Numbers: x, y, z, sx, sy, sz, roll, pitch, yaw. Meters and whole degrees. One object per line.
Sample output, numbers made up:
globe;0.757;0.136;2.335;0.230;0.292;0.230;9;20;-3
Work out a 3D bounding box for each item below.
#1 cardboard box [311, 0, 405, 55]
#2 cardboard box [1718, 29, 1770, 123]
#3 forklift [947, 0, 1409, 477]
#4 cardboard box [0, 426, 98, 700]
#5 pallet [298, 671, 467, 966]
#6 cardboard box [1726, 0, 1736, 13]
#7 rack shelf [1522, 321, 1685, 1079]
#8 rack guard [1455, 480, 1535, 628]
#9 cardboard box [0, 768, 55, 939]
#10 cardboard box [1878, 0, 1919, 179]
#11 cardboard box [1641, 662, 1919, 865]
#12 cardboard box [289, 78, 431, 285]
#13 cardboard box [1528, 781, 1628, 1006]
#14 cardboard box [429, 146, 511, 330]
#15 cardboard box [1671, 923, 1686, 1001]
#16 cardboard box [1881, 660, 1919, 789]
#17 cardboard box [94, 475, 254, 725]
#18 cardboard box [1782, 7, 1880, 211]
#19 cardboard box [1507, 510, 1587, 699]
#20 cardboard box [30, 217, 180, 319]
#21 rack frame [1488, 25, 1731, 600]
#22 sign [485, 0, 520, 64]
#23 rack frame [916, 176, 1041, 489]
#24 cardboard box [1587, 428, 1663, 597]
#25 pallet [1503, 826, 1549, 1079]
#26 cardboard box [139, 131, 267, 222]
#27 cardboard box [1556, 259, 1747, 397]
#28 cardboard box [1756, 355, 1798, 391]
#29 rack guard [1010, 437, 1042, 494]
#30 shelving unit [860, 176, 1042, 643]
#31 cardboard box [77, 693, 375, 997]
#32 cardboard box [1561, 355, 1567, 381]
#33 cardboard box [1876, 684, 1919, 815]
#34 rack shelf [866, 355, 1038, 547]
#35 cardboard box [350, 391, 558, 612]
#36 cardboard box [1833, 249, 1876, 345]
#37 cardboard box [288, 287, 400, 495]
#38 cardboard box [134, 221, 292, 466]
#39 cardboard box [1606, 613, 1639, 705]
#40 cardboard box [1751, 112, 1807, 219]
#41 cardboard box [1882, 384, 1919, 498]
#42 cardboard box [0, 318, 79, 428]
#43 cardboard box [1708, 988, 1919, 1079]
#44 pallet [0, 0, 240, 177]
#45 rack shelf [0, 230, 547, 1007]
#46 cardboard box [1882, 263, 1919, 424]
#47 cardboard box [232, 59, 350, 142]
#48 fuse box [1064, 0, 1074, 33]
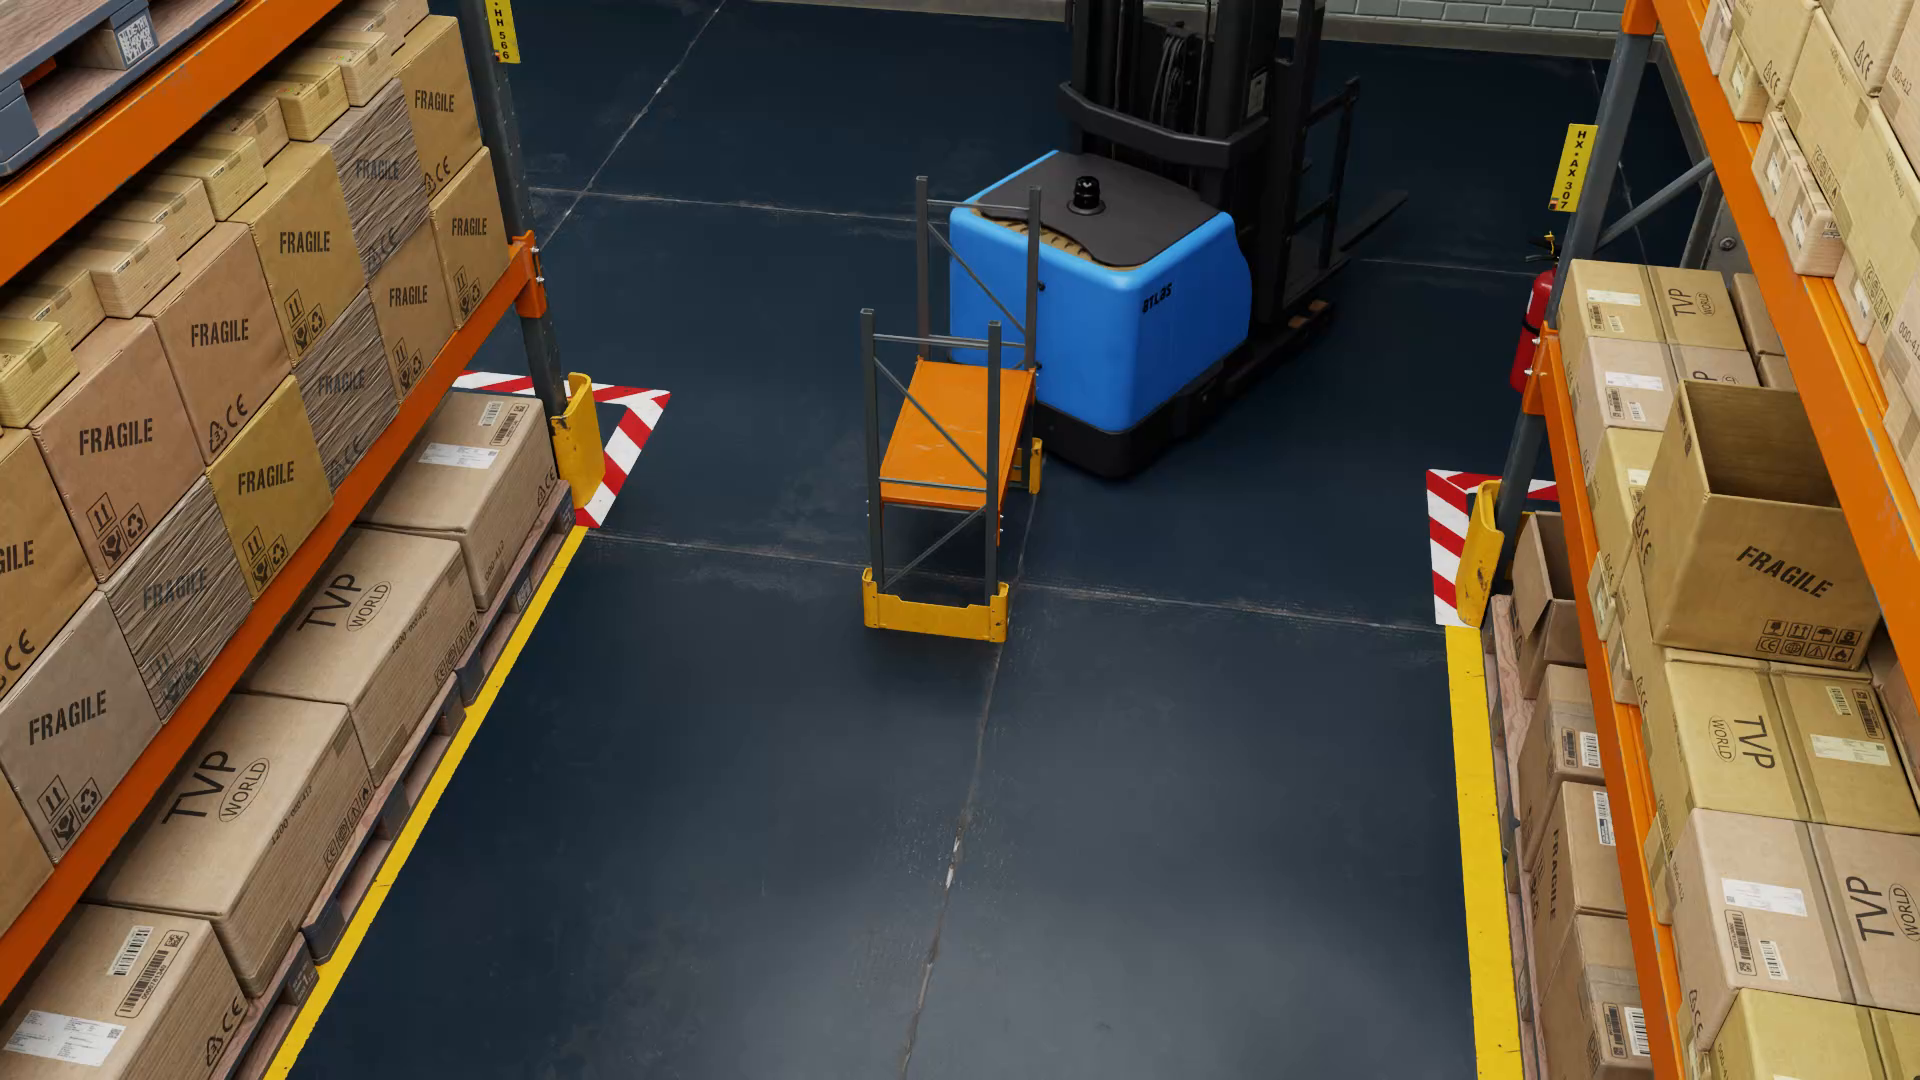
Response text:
cardboard box;-2.108;-1.706;5.587;0.380;0.149;0.250;7;40;8
cardboard box;2.119;-1.145;4.124;0.380;0.149;0.250;6;40;8
forklift;1.270;-2.285;7.713;1.130;2.935;3.031;28;47;30
cardboard box;-2.501;0.056;3.964;0.500;0.500;0.500;6;40;7
pallet;-2.498;0.907;5.987;1.003;0.211;1.213;6;40;8
cardboard box;2.253;-1.540;4.289;0.500;0.250;0.500;7;40;9
rack shelf;2.320;0.636;4.691;1.077;0.370;4.000;6;40;8
rack guard;2.653;0.114;6.719;1.175;0.500;0.348;6;40;8
cardboard box;-2.576;0.765;3.893;0.500;0.500;0.500;8;40;9
cardboard box;2.000;-0.772;2.967;0.500;0.250;0.500;7;40;8
cardboard box;1.994;0.583;4.075;0.500;0.250;0.500;6;40;7
cardboard box;-2.133;-1.205;5.491;0.500;0.500;0.500;7;40;8
cardboard box;2.091;1.131;5.160;0.500;0.500;0.500;7;40;8
cardboard box;-2.046;-1.148;6.206;0.500;0.500;0.500;7;40;8
cardboard box;1.898;0.989;3.896;0.380;0.149;0.250;7;40;9
cardboard box;2.494;0.363;3.753;0.500;0.500;0.500;5;40;6
cardboard box;-2.393;0.138;4.651;0.500;0.500;0.500;7;40;8
cardboard box;2.085;-0.893;3.506;0.500;0.250;0.500;6;40;7
cardboard box;2.467;0.277;6.190;0.797;0.503;0.637;5;40;6
cardboard box;-2.323;-0.728;4.405;0.380;0.149;0.250;7;40;8
rack frame;2.666;-0.897;5.980;1.000;3.000;0.127;6;40;8
sign;-1.691;-1.911;6.112;0.100;0.325;0.005;6;40;8
rack frame;0.073;-0.844;7.093;0.500;1.500;0.032;6;40;8
cardboard box;2.151;-0.063;4.857;0.500;0.250;0.500;6;40;7
pallet;2.303;1.490;5.283;1.003;0.211;1.213;6;40;8
cardboard box;-2.255;-1.061;4.807;0.380;0.149;0.250;7;40;9
cardboard box;2.323;-0.698;5.625;0.500;0.250;0.500;7;40;8
cardboard box;2.758;-0.312;5.158;0.500;0.250;0.500;7;40;8
rack guard;0.073;-0.361;7.491;0.587;0.250;0.087;6;40;8
shelving unit;-0.013;-0.530;6.714;0.587;1.500;1.083;6;40;8
cardboard box;-2.547;0.950;5.428;0.875;0.438;0.875;5;40;6
cardboard box;2.339;-0.624;5.847;0.380;0.149;0.250;6;40;7
cardboard box;2.497;0.637;4.010;0.500;0.250;0.500;7;40;9
rack shelf;-0.015;-0.386;6.822;0.538;0.185;1.000;6;40;8
cardboard box;-2.239;-0.191;6.808;0.875;0.438;0.875;5;40;6
cardboard box;2.006;-0.502;3.346;0.380;0.149;0.250;7;40;8
cardboard box;-2.227;-0.511;5.435;0.500;0.500;0.500;7;40;9
cardboard box;-2.311;-0.580;4.734;0.500;0.500;0.500;6;40;7
cardboard box;2.042;0.347;4.674;0.380;0.149;0.250;7;40;9
cardboard box;2.021;-0.830;3.743;0.380;0.149;0.250;6;40;8
cardboard box;1.893;-0.178;2.955;0.380;0.149;0.250;6;40;8
cardboard box;-2.396;-0.415;4.026;0.380;0.149;0.250;5;40;6
cardboard box;1.822;1.210;3.316;0.500;0.250;0.500;7;40;9
pallet;-2.550;-1.329;4.219;1.003;0.211;1.213;6;40;8
rack shelf;-2.569;0.091;5.351;1.077;0.370;4.000;6;40;8
cardboard box;1.891;-0.257;2.737;0.500;0.250;0.500;5;40;6
cardboard box;-2.154;-1.381;5.194;0.380;0.149;0.250;7;40;9
fuse box;0.773;-4.163;10.942;0.539;1.711;0.414;6;40;8
